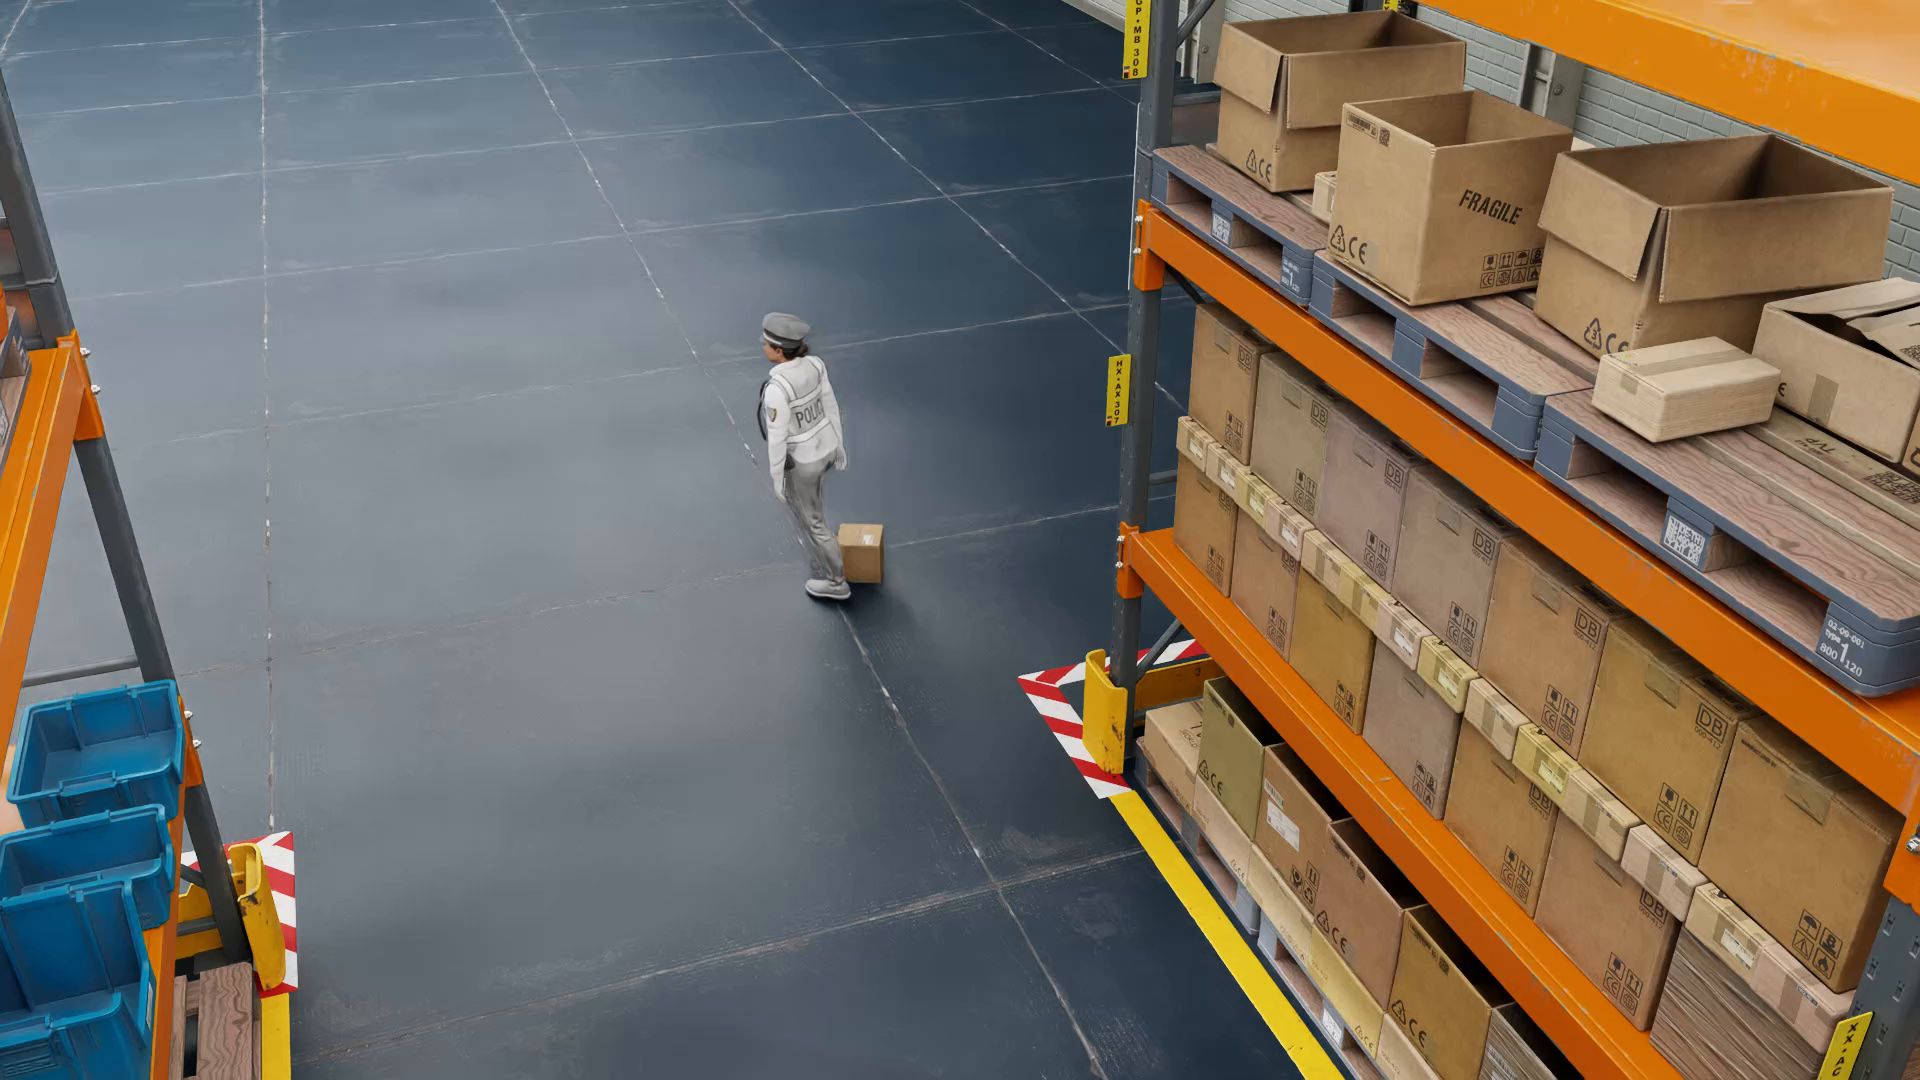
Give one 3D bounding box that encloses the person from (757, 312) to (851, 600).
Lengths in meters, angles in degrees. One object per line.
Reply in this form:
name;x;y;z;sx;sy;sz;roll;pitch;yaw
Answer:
person;-0.844;-0.431;9.030;0.489;1.660;0.509;14;33;22
